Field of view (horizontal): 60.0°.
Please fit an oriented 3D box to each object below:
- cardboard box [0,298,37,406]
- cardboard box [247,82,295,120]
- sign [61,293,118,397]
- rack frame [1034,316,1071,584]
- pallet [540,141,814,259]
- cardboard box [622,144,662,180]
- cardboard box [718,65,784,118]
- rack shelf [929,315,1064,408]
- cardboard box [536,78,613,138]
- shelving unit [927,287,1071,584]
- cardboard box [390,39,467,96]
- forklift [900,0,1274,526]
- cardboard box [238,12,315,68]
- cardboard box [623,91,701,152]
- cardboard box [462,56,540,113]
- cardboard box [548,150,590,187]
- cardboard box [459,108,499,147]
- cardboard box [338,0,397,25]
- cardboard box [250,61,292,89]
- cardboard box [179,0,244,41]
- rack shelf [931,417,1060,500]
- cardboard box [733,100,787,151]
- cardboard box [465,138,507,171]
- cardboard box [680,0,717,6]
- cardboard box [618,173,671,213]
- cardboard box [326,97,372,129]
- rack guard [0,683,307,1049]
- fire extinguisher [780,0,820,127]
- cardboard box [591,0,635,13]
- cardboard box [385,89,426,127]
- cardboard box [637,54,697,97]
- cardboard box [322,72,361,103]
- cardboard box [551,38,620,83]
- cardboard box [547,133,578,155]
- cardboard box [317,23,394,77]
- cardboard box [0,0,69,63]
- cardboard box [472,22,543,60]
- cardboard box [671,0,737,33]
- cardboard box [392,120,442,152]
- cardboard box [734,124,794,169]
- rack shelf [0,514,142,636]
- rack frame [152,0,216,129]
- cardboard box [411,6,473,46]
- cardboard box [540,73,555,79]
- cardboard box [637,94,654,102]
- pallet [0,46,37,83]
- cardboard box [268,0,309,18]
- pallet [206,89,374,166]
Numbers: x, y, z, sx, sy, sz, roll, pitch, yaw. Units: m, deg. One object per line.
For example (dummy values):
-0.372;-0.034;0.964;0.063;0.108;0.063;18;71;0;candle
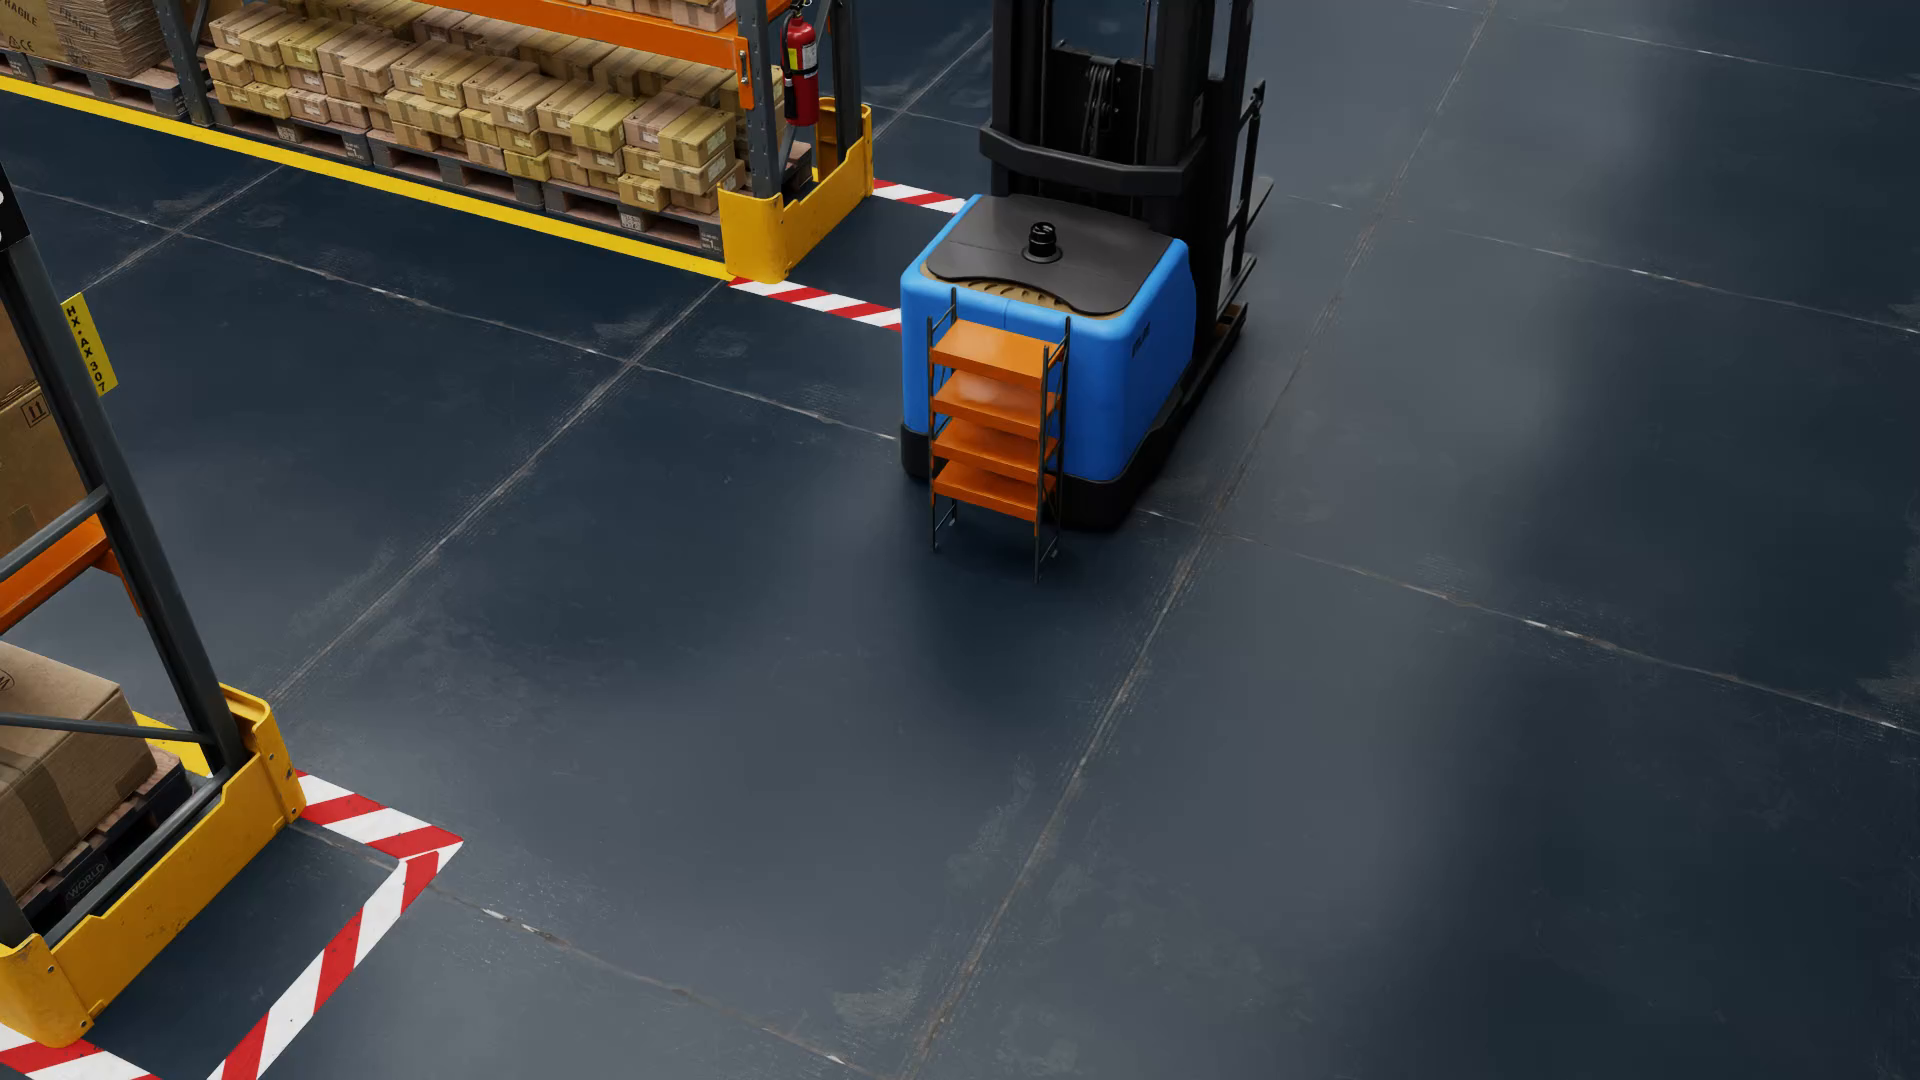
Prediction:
-3.124;-0.599;4.811;0.500;0.500;0.500;16;43;18;cardboard box
-3.998;-2.671;9.897;0.250;0.149;0.380;18;44;20;cardboard box
-2.569;-0.566;4.891;0.005;0.325;0.100;17;44;19;sign
0.371;-0.340;6.726;0.015;1.200;0.240;17;44;19;rack frame
-1.598;-2.060;9.466;1.213;0.211;1.003;17;44;19;pallet
-1.621;-2.122;9.037;0.250;0.149;0.380;16;43;18;cardboard box
-1.139;-2.500;9.246;0.250;0.149;0.380;15;43;17;cardboard box
0.150;-0.704;6.547;0.480;0.148;0.258;17;44;19;rack shelf
-2.095;-2.359;9.083;0.250;0.149;0.380;15;43;17;cardboard box
0.150;-0.408;6.804;0.503;1.200;0.258;17;44;19;shelving unit
-3.010;-2.686;9.461;0.250;0.149;0.380;15;43;17;cardboard box
0.805;-2.135;7.475;1.130;2.935;3.031;17;44;18;forklift
-3.984;-2.931;9.743;0.250;0.149;0.380;19;44;21;cardboard box
-1.598;-2.253;8.961;0.250;0.149;0.380;18;44;19;cardboard box
-2.554;-2.539;9.291;0.250;0.149;0.380;16;43;17;cardboard box
-2.081;-2.147;9.292;0.250;0.149;0.380;17;44;19;cardboard box
-2.578;-2.378;9.333;0.250;0.149;0.380;19;44;21;cardboard box
-3.524;-3.205;10.059;0.250;0.149;0.380;17;44;18;cardboard box
-3.973;-2.841;9.867;0.250;0.149;0.380;17;44;19;cardboard box
-4.990;-3.531;10.621;0.500;0.500;0.500;19;44;20;cardboard box
0.150;-0.357;6.848;0.480;0.148;0.258;17;44;19;rack shelf
-1.174;-2.338;9.287;0.250;0.149;0.380;19;44;20;cardboard box
-2.578;-2.268;9.432;0.250;0.149;0.380;18;44;19;cardboard box
-1.324;-2.969;8.082;0.500;0.500;0.500;18;44;19;cardboard box
-1.649;-1.962;9.079;0.250;0.149;0.380;18;44;20;cardboard box
-3.499;-2.592;9.807;0.250;0.149;0.380;16;43;18;cardboard box
-2.788;1.070;5.634;0.348;0.500;1.175;17;44;19;rack guard
-0.775;-2.333;7.996;0.183;0.674;0.296;17;44;19;fire extinguisher
-1.666;-2.826;8.412;0.250;0.149;0.380;17;44;18;cardboard box
-3.052;-2.521;9.498;0.250;0.149;0.380;17;44;18;cardboard box
-1.614;-2.651;9.420;0.250;0.149;0.380;17;44;19;cardboard box
-3.493;-2.719;9.726;0.250;0.149;0.380;15;43;16;cardboard box
-2.121;-2.753;9.538;0.250;0.149;0.380;19;44;20;cardboard box
-2.079;-2.296;9.238;0.250;0.149;0.380;16;44;18;cardboard box
-3.488;-2.832;9.629;0.250;0.149;0.380;16;43;18;cardboard box
-5.675;-3.367;10.432;0.500;0.500;0.500;16;43;18;cardboard box
-2.609;-2.866;9.668;0.250;0.149;0.380;17;44;19;cardboard box
-1.223;-2.675;8.237;0.250;0.149;0.380;17;44;19;cardboard box
-3.046;-2.409;9.596;0.250;0.149;0.380;16;43;17;cardboard box
-1.148;-2.264;9.427;0.250;0.149;0.380;18;44;19;cardboard box
-4.622;-0.163;5.697;4.000;0.370;1.077;17;44;19;rack shelf
-4.433;-3.955;9.523;0.127;3.000;1.000;17;44;19;rack frame
-3.037;-3.067;9.900;0.250;0.149;0.380;15;43;17;cardboard box
-2.388;-2.666;9.665;0.250;0.149;0.380;19;44;21;cardboard box
-1.658;-2.463;9.430;0.250;0.149;0.380;18;44;19;cardboard box
-6.249;-3.453;11.072;1.213;0.211;1.003;17;44;19;pallet
-4.000;-3.317;10.188;0.250;0.149;0.380;18;44;20;cardboard box
-3.809;-2.736;10.246;1.213;0.211;1.003;17;44;19;pallet
